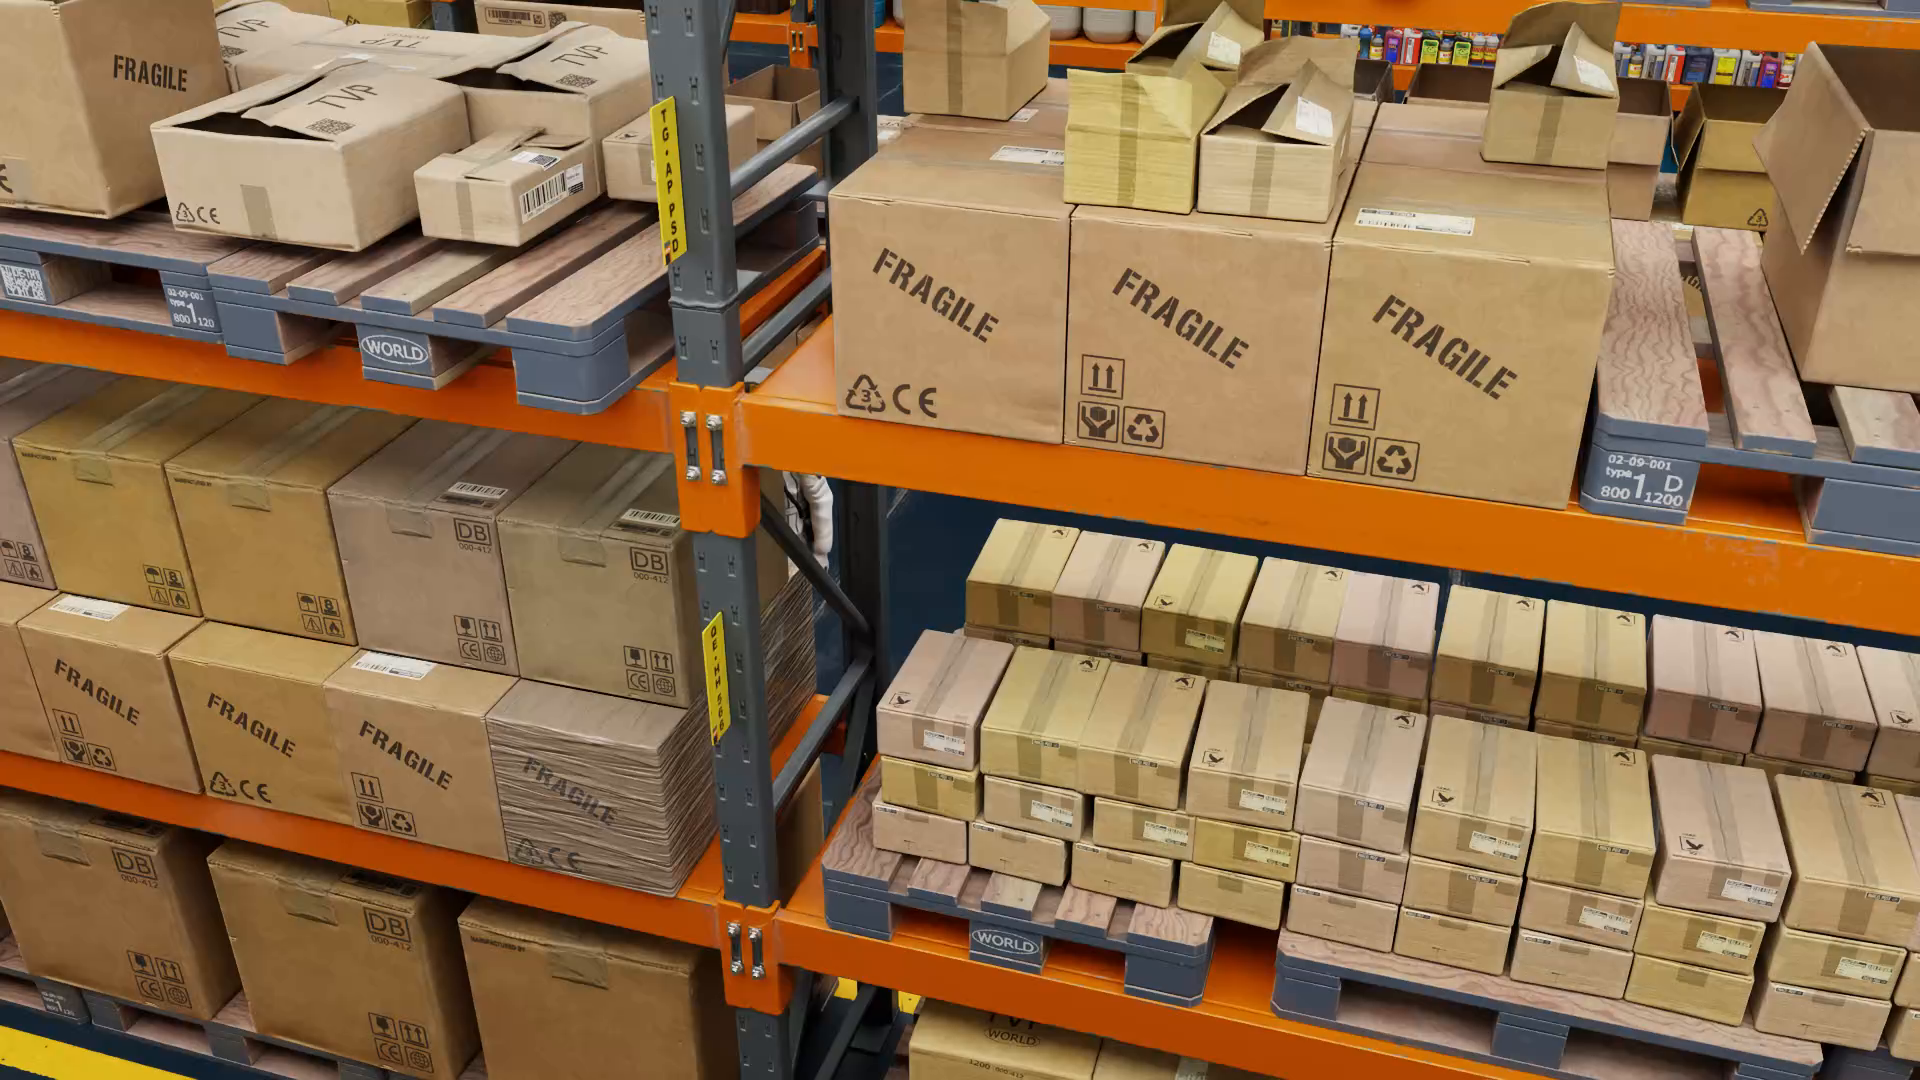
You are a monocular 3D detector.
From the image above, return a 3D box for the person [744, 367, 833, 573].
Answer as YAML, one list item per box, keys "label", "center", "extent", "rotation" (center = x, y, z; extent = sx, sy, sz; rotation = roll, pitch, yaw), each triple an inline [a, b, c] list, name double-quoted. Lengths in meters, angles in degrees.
- label: "person"
  center: [-0.812, 0.031, 7.066]
  extent: [0.543, 1.665, 0.412]
  rotation: [7, 30, 12]
